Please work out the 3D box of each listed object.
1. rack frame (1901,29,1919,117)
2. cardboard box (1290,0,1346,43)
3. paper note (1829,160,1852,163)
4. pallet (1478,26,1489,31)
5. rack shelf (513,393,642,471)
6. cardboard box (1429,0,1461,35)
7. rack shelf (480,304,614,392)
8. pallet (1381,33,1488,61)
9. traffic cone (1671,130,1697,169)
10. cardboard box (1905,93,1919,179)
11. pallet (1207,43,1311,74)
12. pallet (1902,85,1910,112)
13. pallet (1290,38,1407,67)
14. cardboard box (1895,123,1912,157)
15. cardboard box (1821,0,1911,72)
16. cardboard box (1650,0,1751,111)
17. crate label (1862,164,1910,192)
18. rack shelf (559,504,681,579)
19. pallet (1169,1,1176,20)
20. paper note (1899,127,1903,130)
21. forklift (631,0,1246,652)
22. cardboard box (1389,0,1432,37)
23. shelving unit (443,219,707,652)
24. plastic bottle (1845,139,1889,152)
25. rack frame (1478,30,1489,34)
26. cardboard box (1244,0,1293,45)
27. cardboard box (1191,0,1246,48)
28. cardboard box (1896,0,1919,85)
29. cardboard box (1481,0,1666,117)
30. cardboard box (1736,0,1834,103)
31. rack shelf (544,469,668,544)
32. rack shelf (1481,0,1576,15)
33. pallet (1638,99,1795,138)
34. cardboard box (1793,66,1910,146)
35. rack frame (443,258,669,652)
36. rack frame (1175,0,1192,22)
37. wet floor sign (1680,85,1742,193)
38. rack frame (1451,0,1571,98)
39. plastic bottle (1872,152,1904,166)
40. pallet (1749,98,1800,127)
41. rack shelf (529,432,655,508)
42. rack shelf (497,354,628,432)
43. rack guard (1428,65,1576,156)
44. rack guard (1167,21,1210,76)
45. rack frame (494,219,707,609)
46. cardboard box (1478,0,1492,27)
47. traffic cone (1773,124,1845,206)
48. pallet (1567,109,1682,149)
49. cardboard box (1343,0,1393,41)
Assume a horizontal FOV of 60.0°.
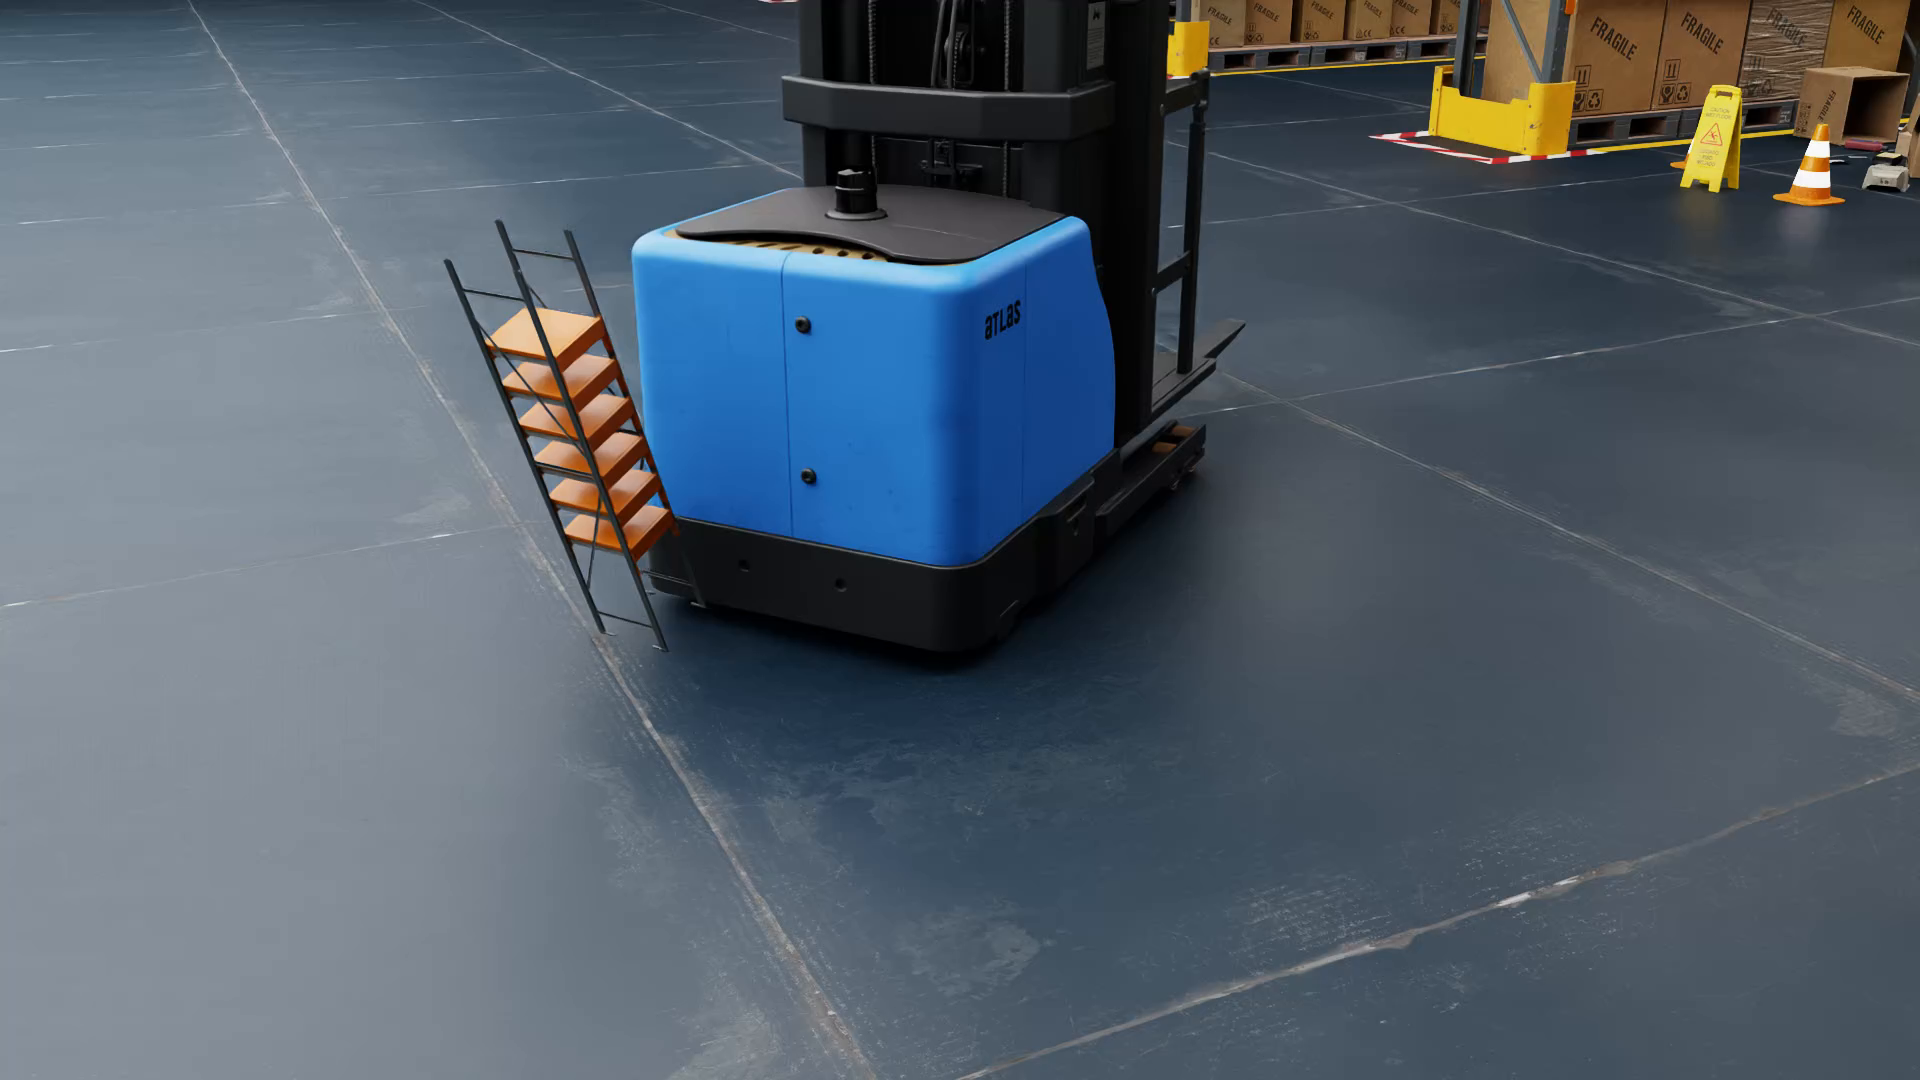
[{"bbox_3d":[7.617,-5.015,13.444,0.127,3.000,1.000,-10,25,-24],"label":"rack frame"},{"bbox_3d":[3.619,-5.423,17.148,0.500,0.500,0.500,-8,24,-19],"label":"cardboard box"},{"bbox_3d":[6.124,-2.647,11.607,0.142,0.017,0.144,-2,23,-5],"label":"paper note"},{"bbox_3d":[6.258,-5.583,18.460,1.213,0.211,1.003,-10,25,-24],"label":"pallet"},{"bbox_3d":[-0.966,-0.290,4.201,0.258,0.103,0.180,13,45,28],"label":"rack shelf"},{"bbox_3d":[5.179,-5.728,17.885,0.500,0.500,0.500,-11,25,-25],"label":"cardboard box"},{"bbox_3d":[-1.007,-0.472,4.050,0.258,0.103,0.180,13,45,28],"label":"rack shelf"},{"bbox_3d":[4.967,-5.329,17.849,1.213,0.211,1.003,-10,25,-24],"label":"pallet"},{"bbox_3d":[5.107,-2.778,11.357,0.334,0.463,0.336,-10,25,-24],"label":"traffic cone"},{"bbox_3d":[6.735,-2.673,11.049,0.797,0.503,0.637,10,24,22],"label":"cardboard box"},{"bbox_3d":[2.768,-4.925,16.871,1.213,0.211,1.003,-10,25,-24],"label":"pallet"},{"bbox_3d":[8.280,-3.881,14.349,1.213,0.211,1.003,-10,25,-24],"label":"pallet"},{"bbox_3d":[3.866,-5.125,17.356,1.213,0.211,1.003,-10,25,-24],"label":"pallet"},{"bbox_3d":[6.867,-2.832,11.745,0.258,0.266,0.396,-6,23,-14],"label":"cardboard box"},{"bbox_3d":[7.020,-4.147,13.576,0.875,0.875,0.875,-10,25,-23],"label":"cardboard box"},{"bbox_3d":[5.387,-3.846,12.848,0.875,0.875,0.875,-11,25,-24],"label":"cardboard box"},{"bbox_3d":[5.972,-2.334,10.709,0.250,0.136,0.298,15,27,31],"label":"crate label"},{"bbox_3d":[-0.905,-0.016,4.427,0.258,0.103,0.180,13,45,28],"label":"rack shelf"},{"bbox_3d":[2.786,-7.063,22.036,1.213,0.211,1.003,-10,25,-24],"label":"pallet"},{"bbox_3d":[7.404,-3.220,12.988,0.147,0.020,0.142,10,24,22],"label":"paper note"},{"bbox_3d":[0.210,-1.587,5.253,1.130,2.935,3.031,11,25,24],"label":"forklift"},{"bbox_3d":[4.666,-5.630,17.649,0.500,0.500,0.500,-3,23,-7],"label":"cardboard box"},{"bbox_3d":[-0.953,-0.232,4.248,0.258,1.200,0.189,13,45,28],"label":"shelving unit"},{"bbox_3d":[6.612,-2.868,12.100,0.283,0.061,0.133,20,30,40],"label":"plastic bottle"},{"bbox_3d":[5.557,-6.741,17.614,0.127,3.000,1.000,-10,25,-24],"label":"rack frame"},{"bbox_3d":[3.046,-5.326,16.913,0.500,0.500,0.500,-4,23,-10],"label":"cardboard box"},{"bbox_3d":[2.523,-5.215,16.645,0.500,0.500,0.500,-6,23,-14],"label":"cardboard box"},{"bbox_3d":[8.137,-4.304,14.118,0.750,0.750,1.050,-11,25,-24],"label":"cardboard box"},{"bbox_3d":[4.595,-3.699,12.494,0.875,0.875,0.875,-10,25,-23],"label":"cardboard box"},{"bbox_3d":[6.209,-3.997,13.212,0.875,0.875,0.875,-10,25,-23],"label":"cardboard box"},{"bbox_3d":[-0.926,-0.107,4.351,0.258,0.103,0.180,13,45,28],"label":"rack shelf"},{"bbox_3d":[5.815,-4.351,12.780,4.000,0.370,1.077,-10,25,-24],"label":"rack shelf"},{"bbox_3d":[5.797,-3.424,13.245,1.213,0.211,1.003,-10,25,-24],"label":"pallet"},{"bbox_3d":[6.663,-3.250,12.445,0.500,0.500,0.500,-6,23,-14],"label":"cardboard box"},{"bbox_3d":[-0.997,-0.175,4.191,0.240,1.200,0.006,13,45,28],"label":"rack frame"},{"bbox_3d":[1.953,-6.078,16.011,0.127,3.000,1.000,-10,25,-24],"label":"rack frame"},{"bbox_3d":[4.845,-2.577,10.631,0.232,0.644,0.267,-15,27,-33],"label":"wet floor sign"},{"bbox_3d":[4.013,-4.352,11.841,0.127,3.000,1.000,-10,25,-24],"label":"rack frame"},{"bbox_3d":[6.473,-2.657,11.588,0.133,0.061,0.283,20,30,40],"label":"plastic bottle"},{"bbox_3d":[6.898,-3.628,13.738,1.213,0.211,1.003,-10,25,-24],"label":"pallet"},{"bbox_3d":[-0.946,-0.198,4.276,0.258,0.103,0.180,13,45,28],"label":"rack shelf"},{"bbox_3d":[-0.987,-0.381,4.125,0.258,0.103,0.180,13,45,28],"label":"rack shelf"},{"bbox_3d":[3.991,-3.193,12.309,0.348,0.500,1.175,-10,25,-24],"label":"rack guard"},{"bbox_3d":[2.021,-4.935,16.519,0.348,0.500,1.175,-10,25,-24],"label":"rack guard"},{"bbox_3d":[-0.910,-0.289,4.305,0.240,1.200,0.006,13,45,28],"label":"rack frame"},{"bbox_3d":[6.119,-5.884,18.236,0.500,0.500,0.700,-13,26,-28],"label":"cardboard box"},{"bbox_3d":[5.291,-2.332,10.280,0.334,0.463,0.336,-10,25,-24],"label":"traffic cone"},{"bbox_3d":[4.699,-3.223,12.760,1.213,0.211,1.003,-10,25,-24],"label":"pallet"},{"bbox_3d":[4.141,-5.500,17.335,0.500,0.500,0.500,-13,26,-28],"label":"cardboard box"}]
